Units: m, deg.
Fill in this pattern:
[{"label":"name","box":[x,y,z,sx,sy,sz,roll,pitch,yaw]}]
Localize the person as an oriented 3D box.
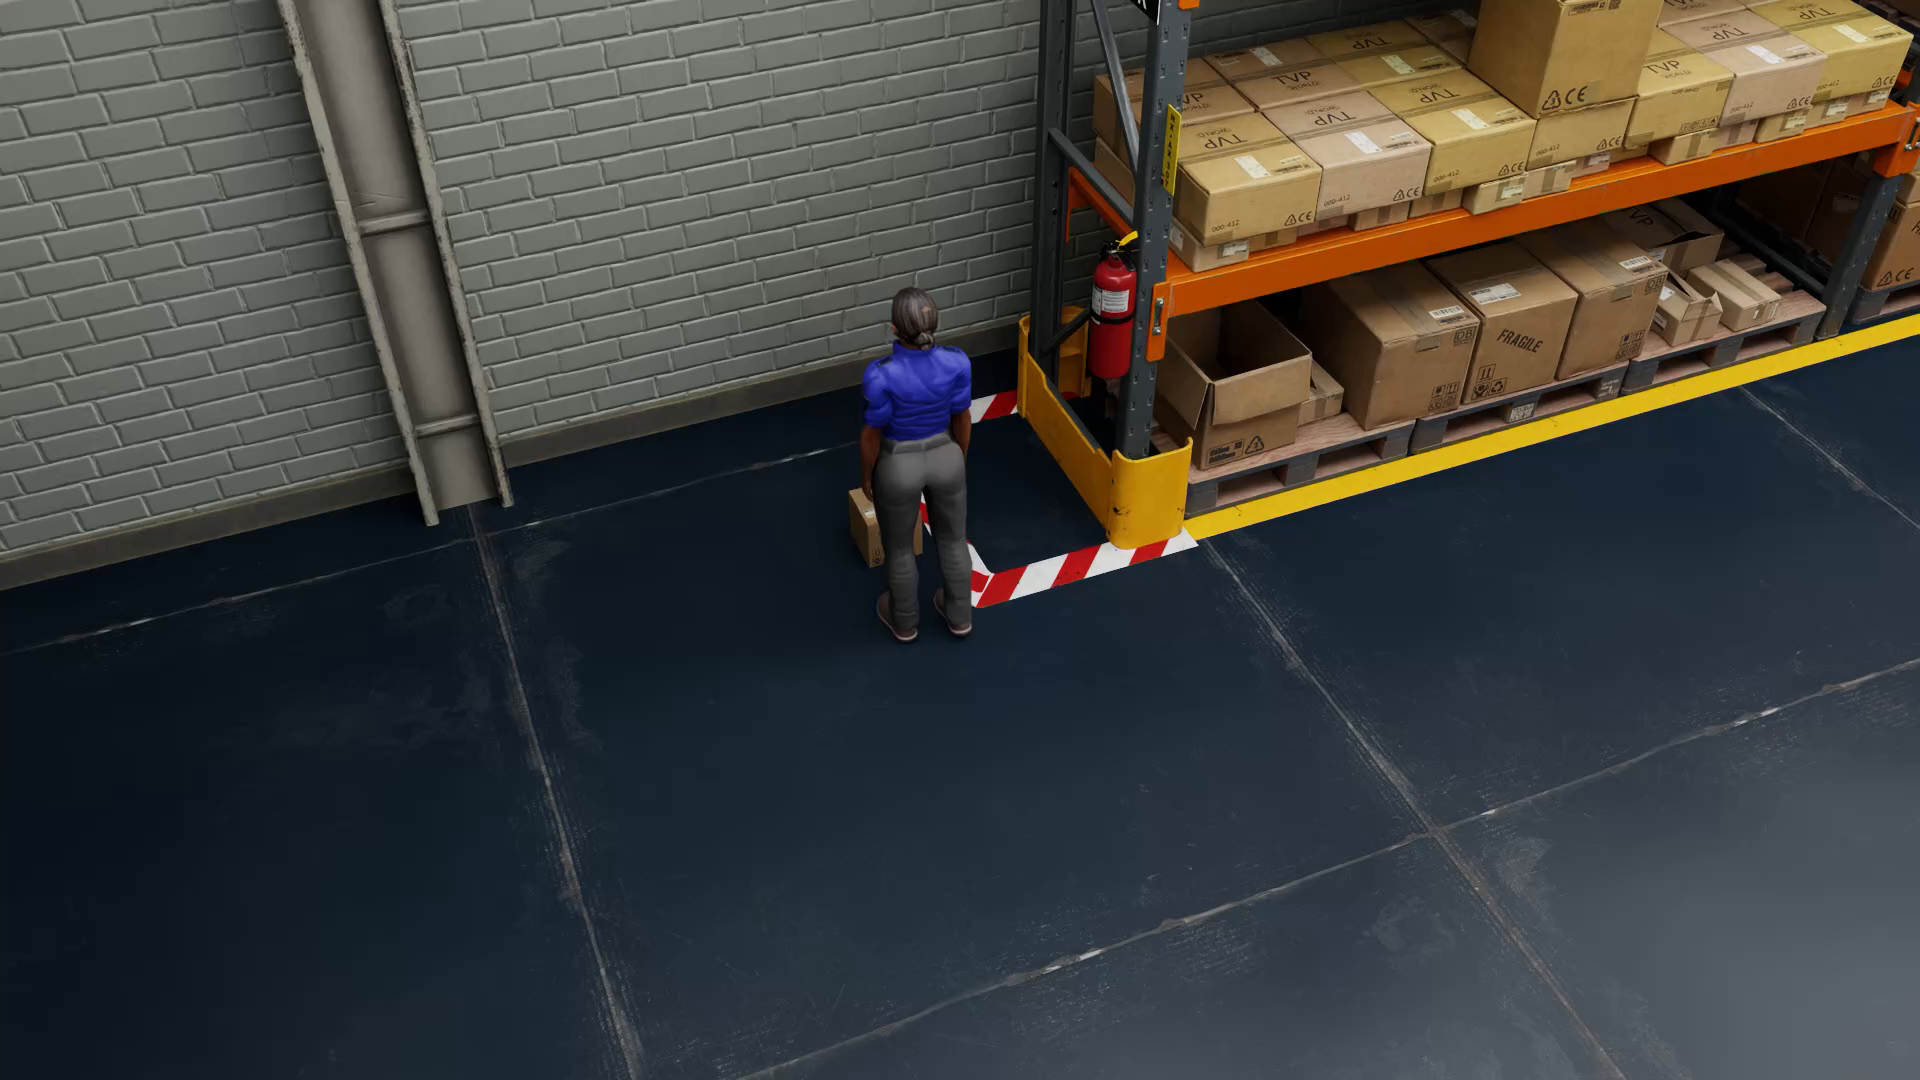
[{"label":"person","box":[-0.175,-0.276,6.472,0.443,1.662,0.338,-13,44,-14]}]
